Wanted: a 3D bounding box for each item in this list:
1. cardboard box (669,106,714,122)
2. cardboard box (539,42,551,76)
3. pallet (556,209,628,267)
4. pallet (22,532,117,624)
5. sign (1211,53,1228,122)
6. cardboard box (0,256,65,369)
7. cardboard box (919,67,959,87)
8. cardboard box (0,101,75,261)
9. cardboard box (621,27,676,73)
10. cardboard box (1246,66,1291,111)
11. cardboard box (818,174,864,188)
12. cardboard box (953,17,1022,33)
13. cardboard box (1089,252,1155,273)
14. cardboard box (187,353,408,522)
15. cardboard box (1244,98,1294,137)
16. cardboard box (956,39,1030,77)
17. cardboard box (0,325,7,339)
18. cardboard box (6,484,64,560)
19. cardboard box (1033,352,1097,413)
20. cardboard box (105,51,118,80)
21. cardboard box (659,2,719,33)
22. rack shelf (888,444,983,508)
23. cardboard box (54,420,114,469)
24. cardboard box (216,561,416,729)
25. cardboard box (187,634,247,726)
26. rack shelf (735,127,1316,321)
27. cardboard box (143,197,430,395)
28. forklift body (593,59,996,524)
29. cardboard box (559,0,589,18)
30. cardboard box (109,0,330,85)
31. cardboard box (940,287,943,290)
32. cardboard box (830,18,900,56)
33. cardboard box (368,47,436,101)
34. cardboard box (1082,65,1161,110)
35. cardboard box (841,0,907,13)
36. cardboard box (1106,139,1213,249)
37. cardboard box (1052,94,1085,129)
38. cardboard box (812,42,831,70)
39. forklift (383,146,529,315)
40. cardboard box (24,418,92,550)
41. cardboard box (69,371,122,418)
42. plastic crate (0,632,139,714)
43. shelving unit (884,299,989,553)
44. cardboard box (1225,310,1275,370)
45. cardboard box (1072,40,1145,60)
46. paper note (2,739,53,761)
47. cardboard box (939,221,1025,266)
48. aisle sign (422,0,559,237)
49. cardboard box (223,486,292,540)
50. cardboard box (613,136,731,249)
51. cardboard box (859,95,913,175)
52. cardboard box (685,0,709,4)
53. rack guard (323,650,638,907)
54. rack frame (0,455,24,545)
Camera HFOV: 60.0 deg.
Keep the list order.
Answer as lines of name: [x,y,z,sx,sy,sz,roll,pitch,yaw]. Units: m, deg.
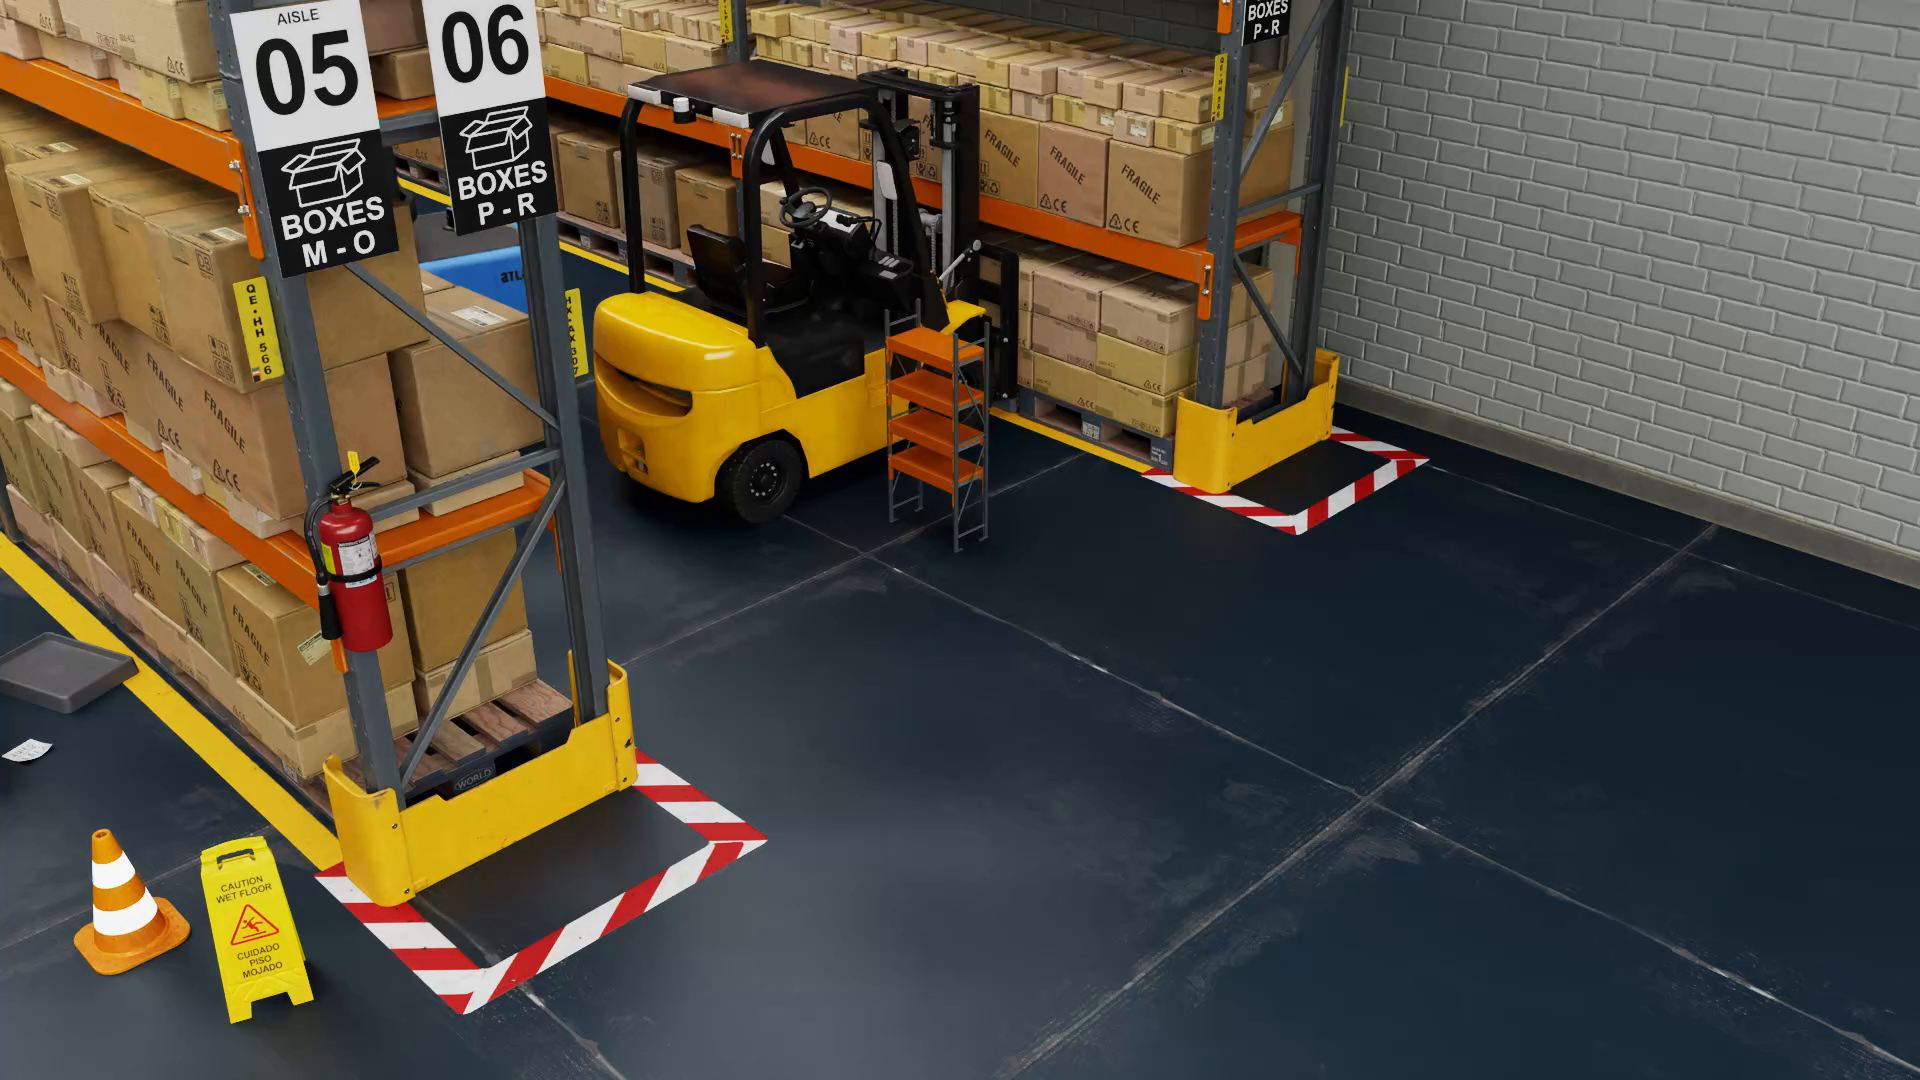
cardboard box: [-1.701,-3.145,11.669,0.500,0.250,0.500,-24,36,-38]
cardboard box: [-3.138,-3.815,12.944,0.500,0.250,0.500,23,36,37]
pallet: [-2.585,-2.525,13.325,1.213,0.211,1.003,25,36,38]
pallet: [-4.132,-0.044,8.606,1.213,0.211,1.003,25,36,38]
sign: [1.304,-2.270,8.346,0.005,0.325,0.100,25,36,38]
cardboard box: [-3.794,-1.101,7.194,0.500,0.500,0.500,24,36,38]
cardboard box: [-0.027,-2.763,9.977,0.250,0.149,0.380,24,36,37]
cardboard box: [-3.786,-1.541,6.957,0.500,0.500,0.700,24,36,37]
cardboard box: [-2.059,-3.529,11.863,0.500,0.250,0.500,23,36,37]
cardboard box: [1.605,-2.472,9.104,0.250,0.149,0.380,24,36,37]
cardboard box: [-0.672,-2.449,11.613,0.500,0.250,0.500,-24,36,-38]
cardboard box: [0.172,-3.164,10.421,0.250,0.149,0.380,24,36,38]
cardboard box: [1.125,-1.621,10.040,0.500,0.250,0.500,25,36,38]
cardboard box: [-2.363,-0.442,5.940,0.500,0.500,0.500,24,36,38]
cardboard box: [1.634,-2.357,9.205,0.250,0.149,0.380,23,36,37]
cardboard box: [0.193,-2.837,9.799,0.380,0.149,0.250,-25,36,-38]
cardboard box: [-4.419,-1.100,7.888,0.380,0.149,0.250,-24,36,-38]
cardboard box: [-4.404,-0.172,8.357,0.500,0.250,0.500,23,35,36]
cardboard box: [0.790,-1.011,9.954,0.500,0.250,0.500,25,36,38]
cardboard box: [-2.734,-1.693,5.794,0.250,0.149,0.380,25,37,39]
cardboard box: [-1.892,-3.678,11.718,0.250,0.149,0.380,25,36,38]
rack shelf: [-0.118,-0.350,8.697,0.480,0.148,0.258,25,36,38]
cardboard box: [-3.795,-0.476,7.433,0.380,0.149,0.250,-23,35,-36]
cardboard box: [-2.537,0.344,6.570,0.500,0.500,0.500,25,37,39]
cardboard box: [-2.912,0.505,7.070,0.500,0.250,0.500,25,37,39]
rack shelf: [0.268,-2.163,10.413,4.000,0.370,1.077,25,36,38]
cardboard box: [-2.300,-0.893,5.724,0.500,0.500,0.700,24,36,37]
forklift body: [-0.937,-1.466,9.227,1.214,2.155,2.313,25,36,38]
cardboard box: [-2.733,-3.971,12.274,0.250,0.149,0.380,23,36,37]
cardboard box: [-2.337,-1.651,5.285,0.500,0.250,0.500,24,36,38]
cardboard box: [0.041,-1.567,10.473,0.500,0.250,0.500,24,36,38]
cardboard box: [-0.589,-3.141,10.376,0.380,0.149,0.250,-24,36,-38]
cardboard box: [-1.792,-1.613,5.641,0.250,0.149,0.380,25,36,38]
cardboard box: [0.888,-2.485,9.129,0.380,0.149,0.250,-24,36,-38]
cardboard box: [-0.569,-3.497,11.054,0.250,0.149,0.380,23,36,37]
cardboard box: [1.159,-1.946,9.121,0.500,0.500,0.500,24,36,37]
cardboard box: [0.737,-2.443,9.369,0.250,0.149,0.380,24,36,38]
cardboard box: [-0.724,-3.114,10.645,0.250,0.149,0.380,24,36,38]
forklift: [-3.932,-1.901,9.217,3.031,2.935,1.130,-17,32,-29]
cardboard box: [-4.014,-0.333,7.858,0.500,0.500,0.500,-24,36,-37]
cardboard box: [-3.531,-0.671,7.074,0.250,0.149,0.380,24,36,38]
plastic crate: [-4.091,0.591,7.539,0.583,0.080,0.402,12,30,22]
shelving unit: [-0.118,-0.585,8.573,0.503,1.200,0.258,25,36,38]
cardboard box: [1.505,-1.241,9.853,0.500,0.250,0.500,-25,36,-38]
cardboard box: [0.872,-2.814,9.754,0.380,0.149,0.250,-24,36,-38]
paper note: [-3.941,0.887,7.030,0.148,0.019,0.142,12,30,22]
cardboard box: [0.056,-1.781,10.342,0.500,0.250,0.500,24,36,37]
aisle sign: [-1.522,-1.413,5.422,0.004,0.787,0.394,25,36,38]
cardboard box: [-2.458,-0.166,6.112,0.250,0.149,0.380,24,36,38]
cardboard box: [-2.086,-2.691,12.745,0.625,0.625,0.875,24,36,38]
cardboard box: [-0.280,-2.617,10.397,0.500,0.500,0.500,24,36,38]
cardboard box: [-1.787,-3.914,12.167,0.250,0.149,0.380,24,36,38]
rack guard: [-1.837,0.901,6.498,0.348,0.500,1.175,25,36,38]
rack frame: [-4.635,-1.485,8.352,0.127,3.000,1.000,25,36,38]
